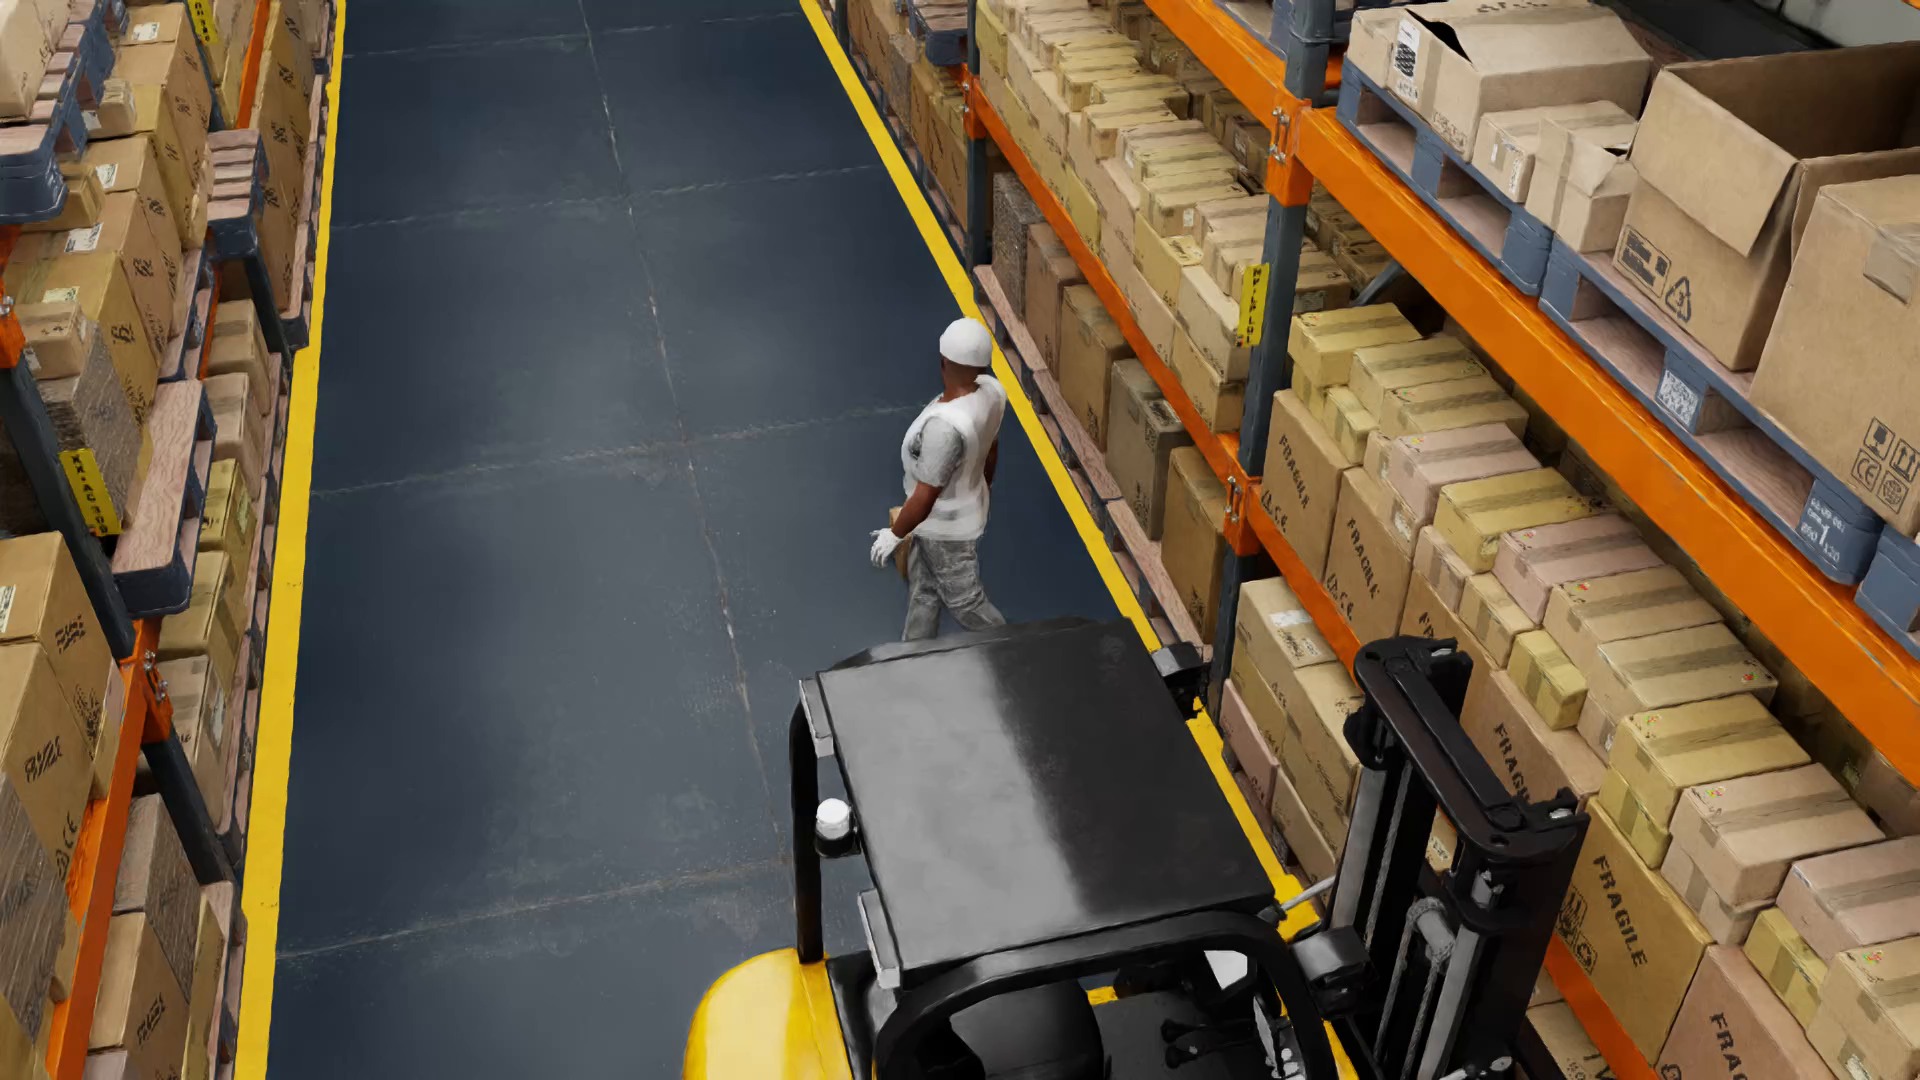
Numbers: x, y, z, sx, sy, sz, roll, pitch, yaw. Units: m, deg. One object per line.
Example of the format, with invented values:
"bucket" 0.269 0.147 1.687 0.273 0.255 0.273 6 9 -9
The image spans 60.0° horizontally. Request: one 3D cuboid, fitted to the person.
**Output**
"person" -0.085 -0.096 6.838 0.723 1.746 0.597 5 38 6
